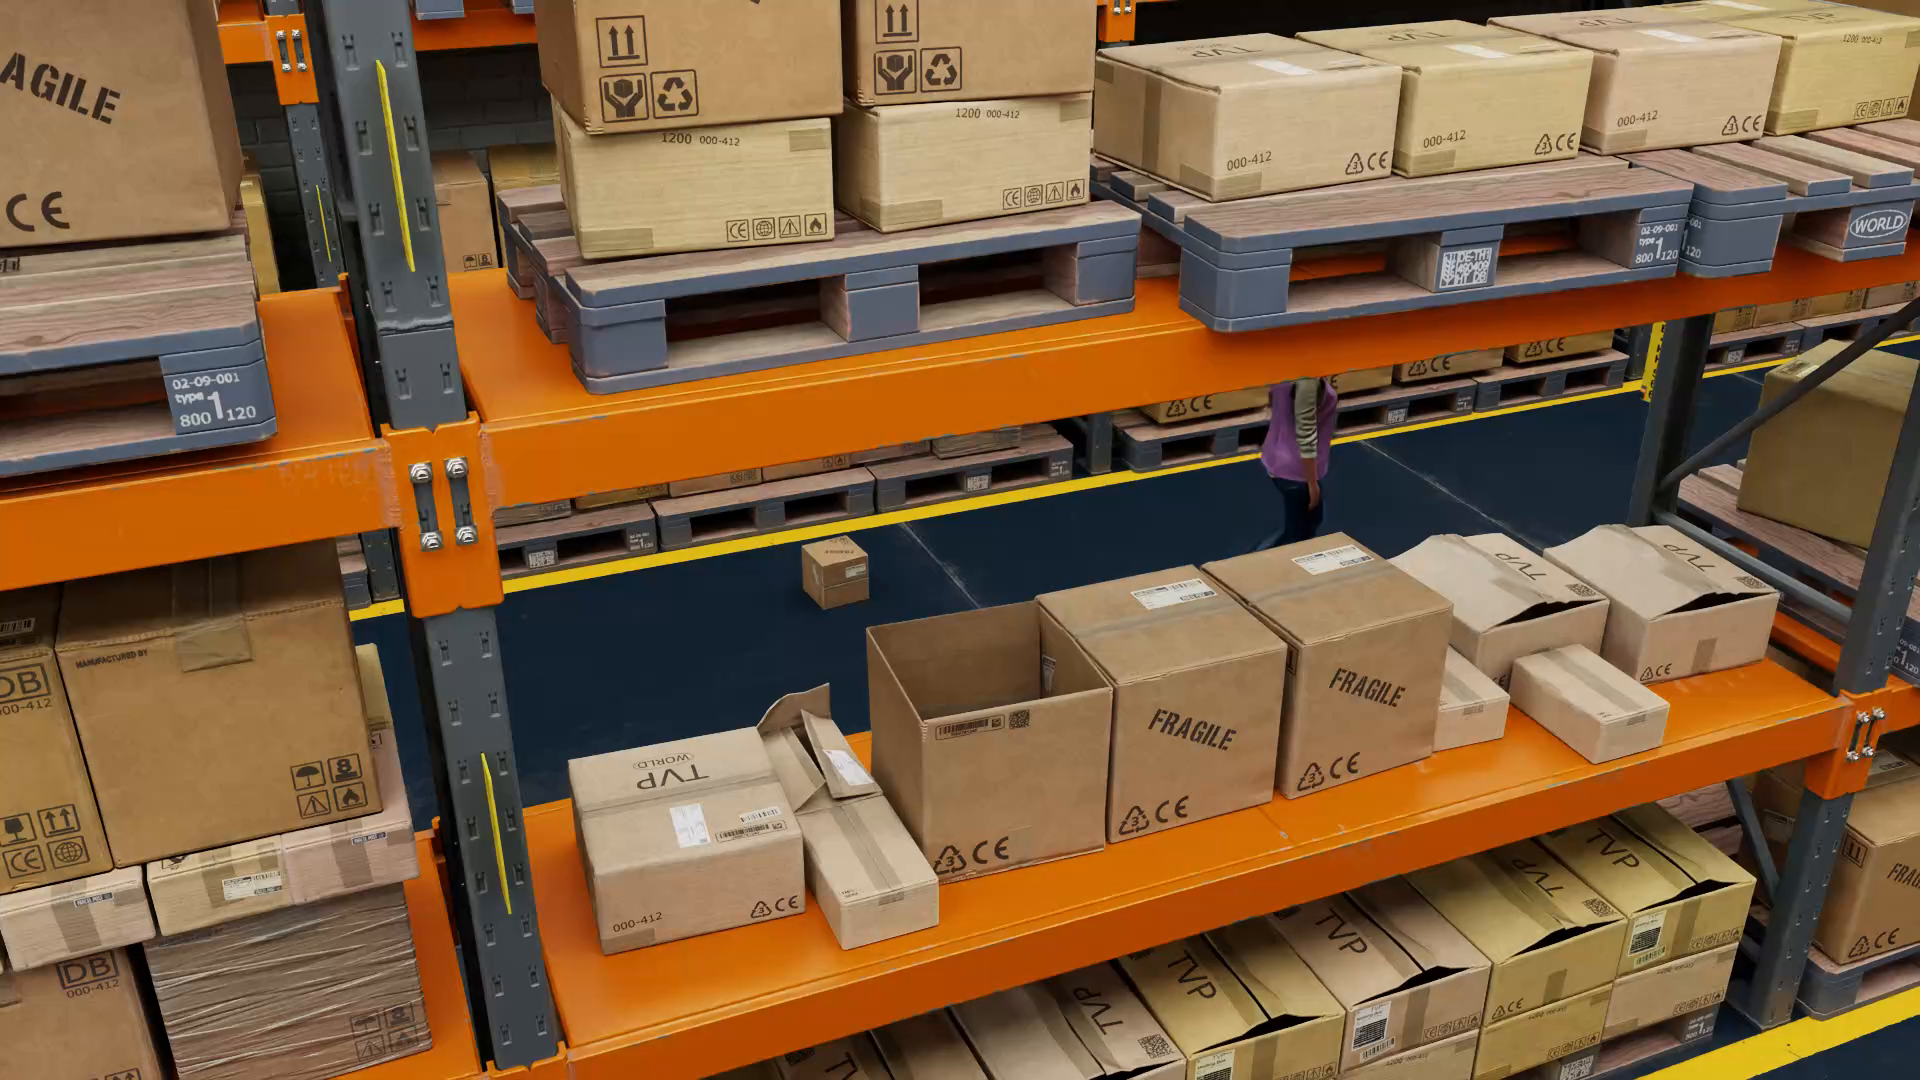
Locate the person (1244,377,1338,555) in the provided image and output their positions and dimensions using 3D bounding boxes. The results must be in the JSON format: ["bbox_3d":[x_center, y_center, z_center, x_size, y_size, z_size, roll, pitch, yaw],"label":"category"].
[{"bbox_3d":[1.542,-0.327,7.722,0.442,1.594,0.435,-4,27,-7],"label":"person"}]
